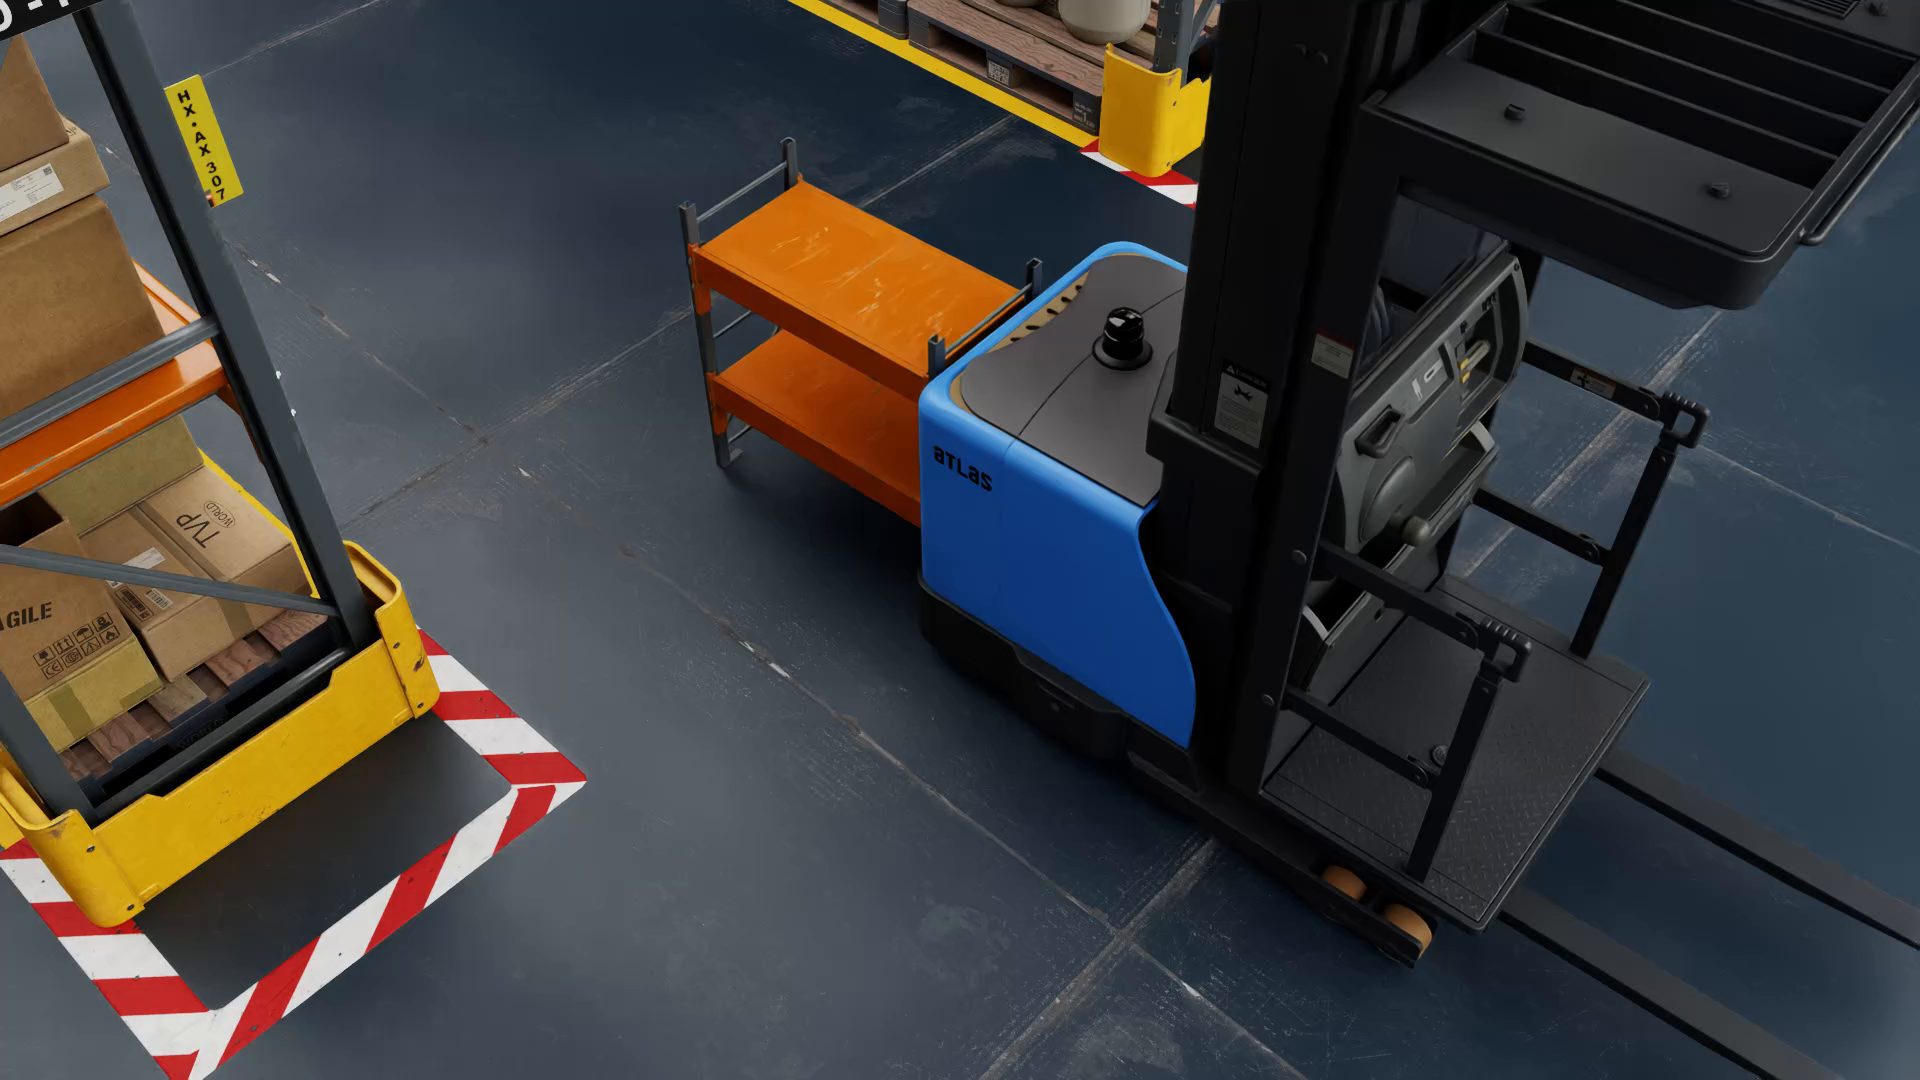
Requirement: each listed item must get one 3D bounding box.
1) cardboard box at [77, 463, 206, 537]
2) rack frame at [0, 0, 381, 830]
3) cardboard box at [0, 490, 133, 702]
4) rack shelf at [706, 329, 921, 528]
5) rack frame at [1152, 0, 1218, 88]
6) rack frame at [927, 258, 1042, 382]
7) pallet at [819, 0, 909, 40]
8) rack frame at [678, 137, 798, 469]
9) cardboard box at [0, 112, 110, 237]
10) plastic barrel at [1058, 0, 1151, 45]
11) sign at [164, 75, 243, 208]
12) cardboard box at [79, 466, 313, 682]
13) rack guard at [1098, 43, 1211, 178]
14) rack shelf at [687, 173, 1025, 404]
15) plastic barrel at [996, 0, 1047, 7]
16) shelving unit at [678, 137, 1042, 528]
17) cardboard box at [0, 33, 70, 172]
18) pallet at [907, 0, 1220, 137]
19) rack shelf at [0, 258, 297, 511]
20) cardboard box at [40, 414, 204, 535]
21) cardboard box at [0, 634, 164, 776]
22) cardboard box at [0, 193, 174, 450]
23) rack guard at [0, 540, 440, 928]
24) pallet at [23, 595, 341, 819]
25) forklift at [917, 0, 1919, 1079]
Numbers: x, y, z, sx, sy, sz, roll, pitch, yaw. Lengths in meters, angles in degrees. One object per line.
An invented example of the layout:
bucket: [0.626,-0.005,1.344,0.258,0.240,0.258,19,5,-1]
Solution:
cardboard box: [-2.780,-0.149,5.430,0.500,0.250,0.500,34,55,28]
rack frame: [-2.167,-0.316,3.989,0.127,3.000,1.000,34,55,28]
cardboard box: [-2.763,0.119,4.665,0.500,0.500,0.500,34,55,28]
rack shelf: [-0.315,-0.386,5.676,1.000,0.278,0.538,31,54,26]
rack frame: [1.196,-2.968,6.479,0.127,3.000,1.000,34,55,28]
rack frame: [0.077,-0.318,5.277,0.032,1.125,0.500,31,54,26]
pallet: [-0.378,-3.034,8.454,1.213,0.211,1.003,34,55,28]
rack frame: [-0.708,-0.789,5.719,0.032,1.125,0.500,31,54,26]
cardboard box: [-2.309,-0.882,4.007,0.250,0.149,0.380,34,55,27]
plastic barrel: [0.660,-2.545,7.500,0.421,0.512,0.421,0,47,0]
sign: [-1.786,-0.934,3.921,0.005,0.325,0.100,34,55,28]
cardboard box: [-2.410,0.097,5.200,0.500,0.250,0.500,34,55,28]
rack guard: [1.108,-2.125,7.402,0.348,0.500,1.175,34,55,28]
rack shelf: [-0.315,-0.754,5.285,1.000,0.278,0.538,31,54,26]
plastic barrel: [0.292,-2.793,7.733,0.421,0.512,0.421,0,47,0]
shelving unit: [-0.315,-0.553,5.498,1.048,1.125,0.538,31,54,26]
cardboard box: [-2.540,-1.058,3.728,0.500,0.500,0.700,34,55,28]
pallet: [0.514,-2.431,7.887,1.213,0.211,1.003,34,55,28]
rack shelf: [-3.636,-1.059,5.180,4.000,0.370,1.077,34,55,28]
cardboard box: [-2.779,-0.406,5.157,0.500,0.500,0.500,34,55,28]
cardboard box: [-2.761,0.374,4.939,0.500,0.250,0.500,34,55,28]
cardboard box: [-2.501,-0.588,4.176,0.500,0.500,0.700,34,55,28]
rack guard: [-2.149,0.551,4.890,0.348,0.500,1.175,34,55,28]
pallet: [-2.757,0.282,5.340,1.213,0.211,1.003,34,55,28]
forklift: [1.324,-0.268,3.991,3.031,2.935,1.130,31,54,26]
